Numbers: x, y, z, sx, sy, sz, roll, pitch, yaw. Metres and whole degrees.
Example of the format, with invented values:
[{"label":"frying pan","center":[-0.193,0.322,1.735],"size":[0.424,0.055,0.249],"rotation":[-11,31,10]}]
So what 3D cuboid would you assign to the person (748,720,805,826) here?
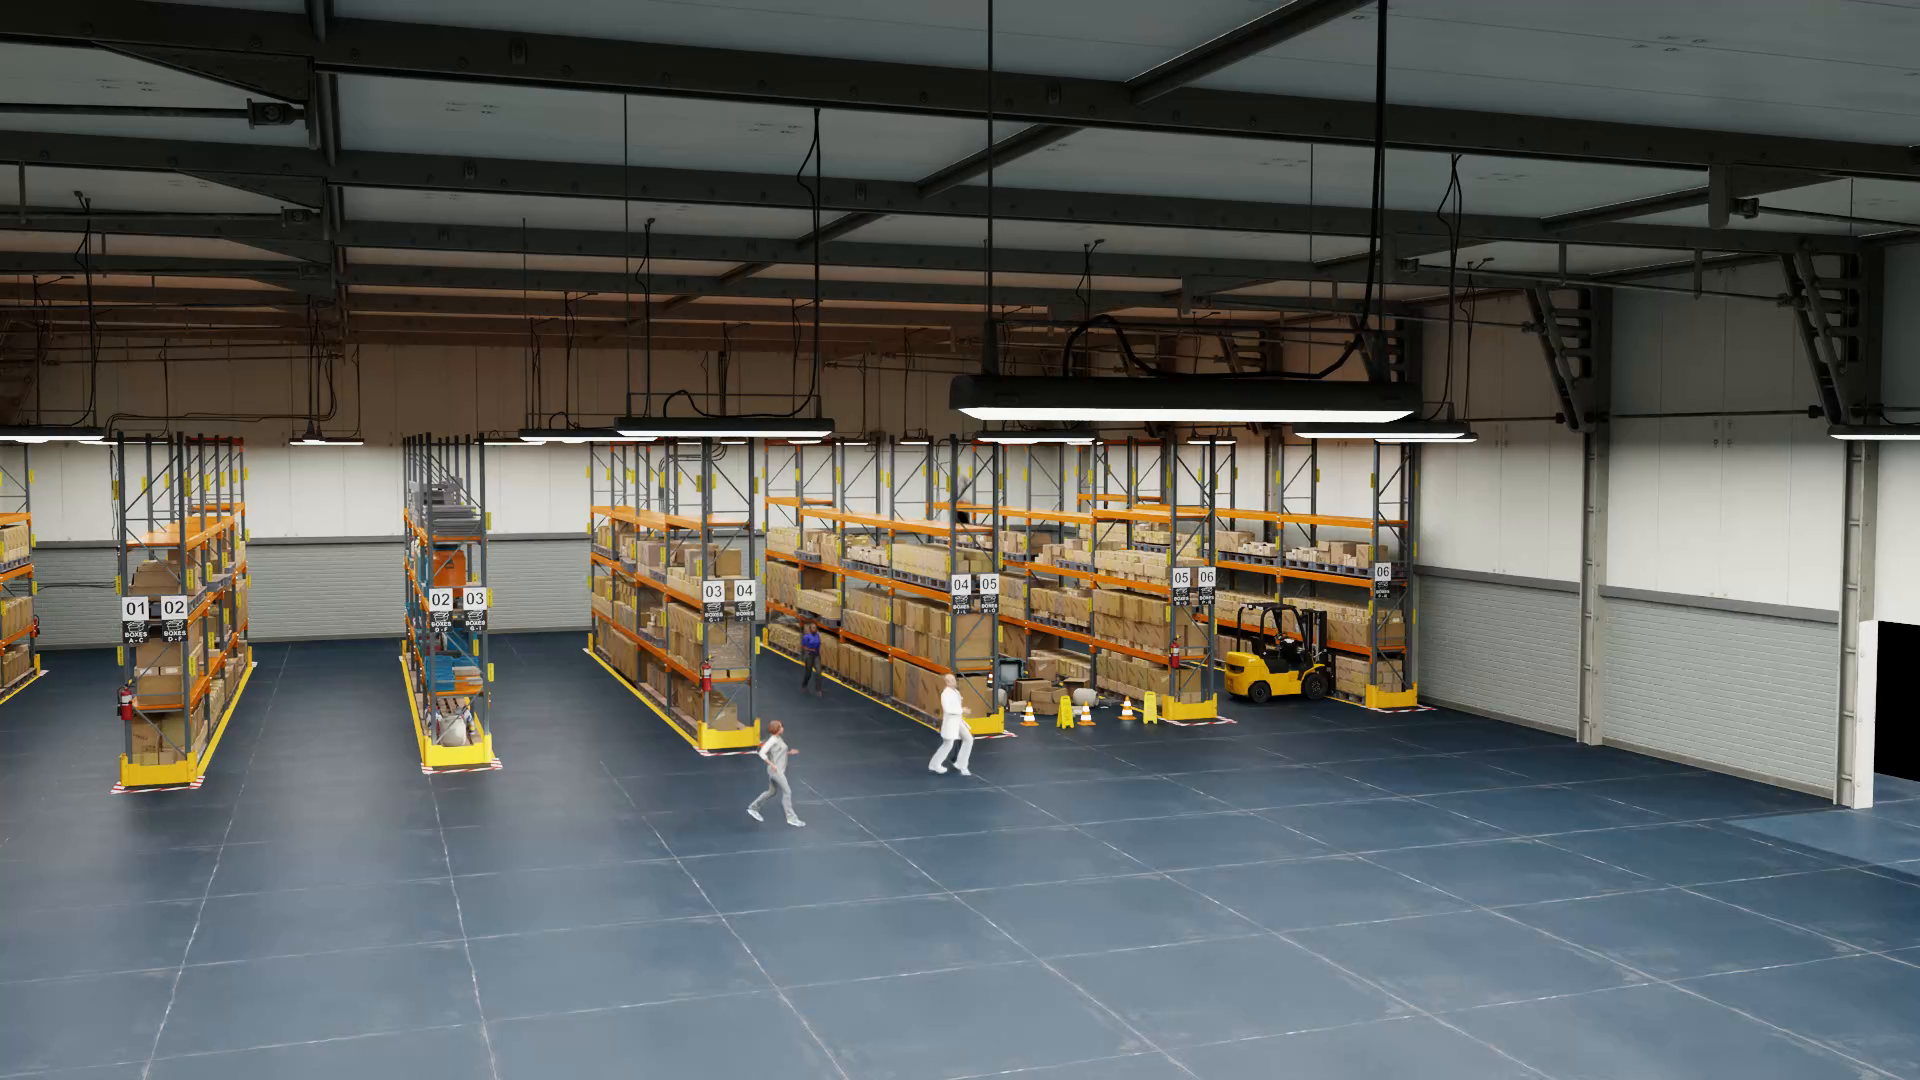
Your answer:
[{"label":"person","center":[-2.775,3.509,25.059],"size":[0.878,1.596,0.531],"rotation":[0,3,-2]}]

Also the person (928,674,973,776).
[{"label":"person","center":[-0.135,3.243,29.100],"size":[0.798,1.815,0.713],"rotation":[1,3,22]}]

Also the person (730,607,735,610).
[{"label":"person","center":[-6.525,2.231,46.745],"size":[0.684,1.813,0.892],"rotation":[-1,3,-16]}]

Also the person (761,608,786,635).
[{"label":"person","center":[-5.588,2.057,49.710],"size":[0.888,1.655,0.723],"rotation":[1,3,14]}]

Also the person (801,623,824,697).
[{"label":"person","center":[-3.436,2.768,38.535],"size":[0.571,1.675,0.846],"rotation":[-2,4,-28]}]
